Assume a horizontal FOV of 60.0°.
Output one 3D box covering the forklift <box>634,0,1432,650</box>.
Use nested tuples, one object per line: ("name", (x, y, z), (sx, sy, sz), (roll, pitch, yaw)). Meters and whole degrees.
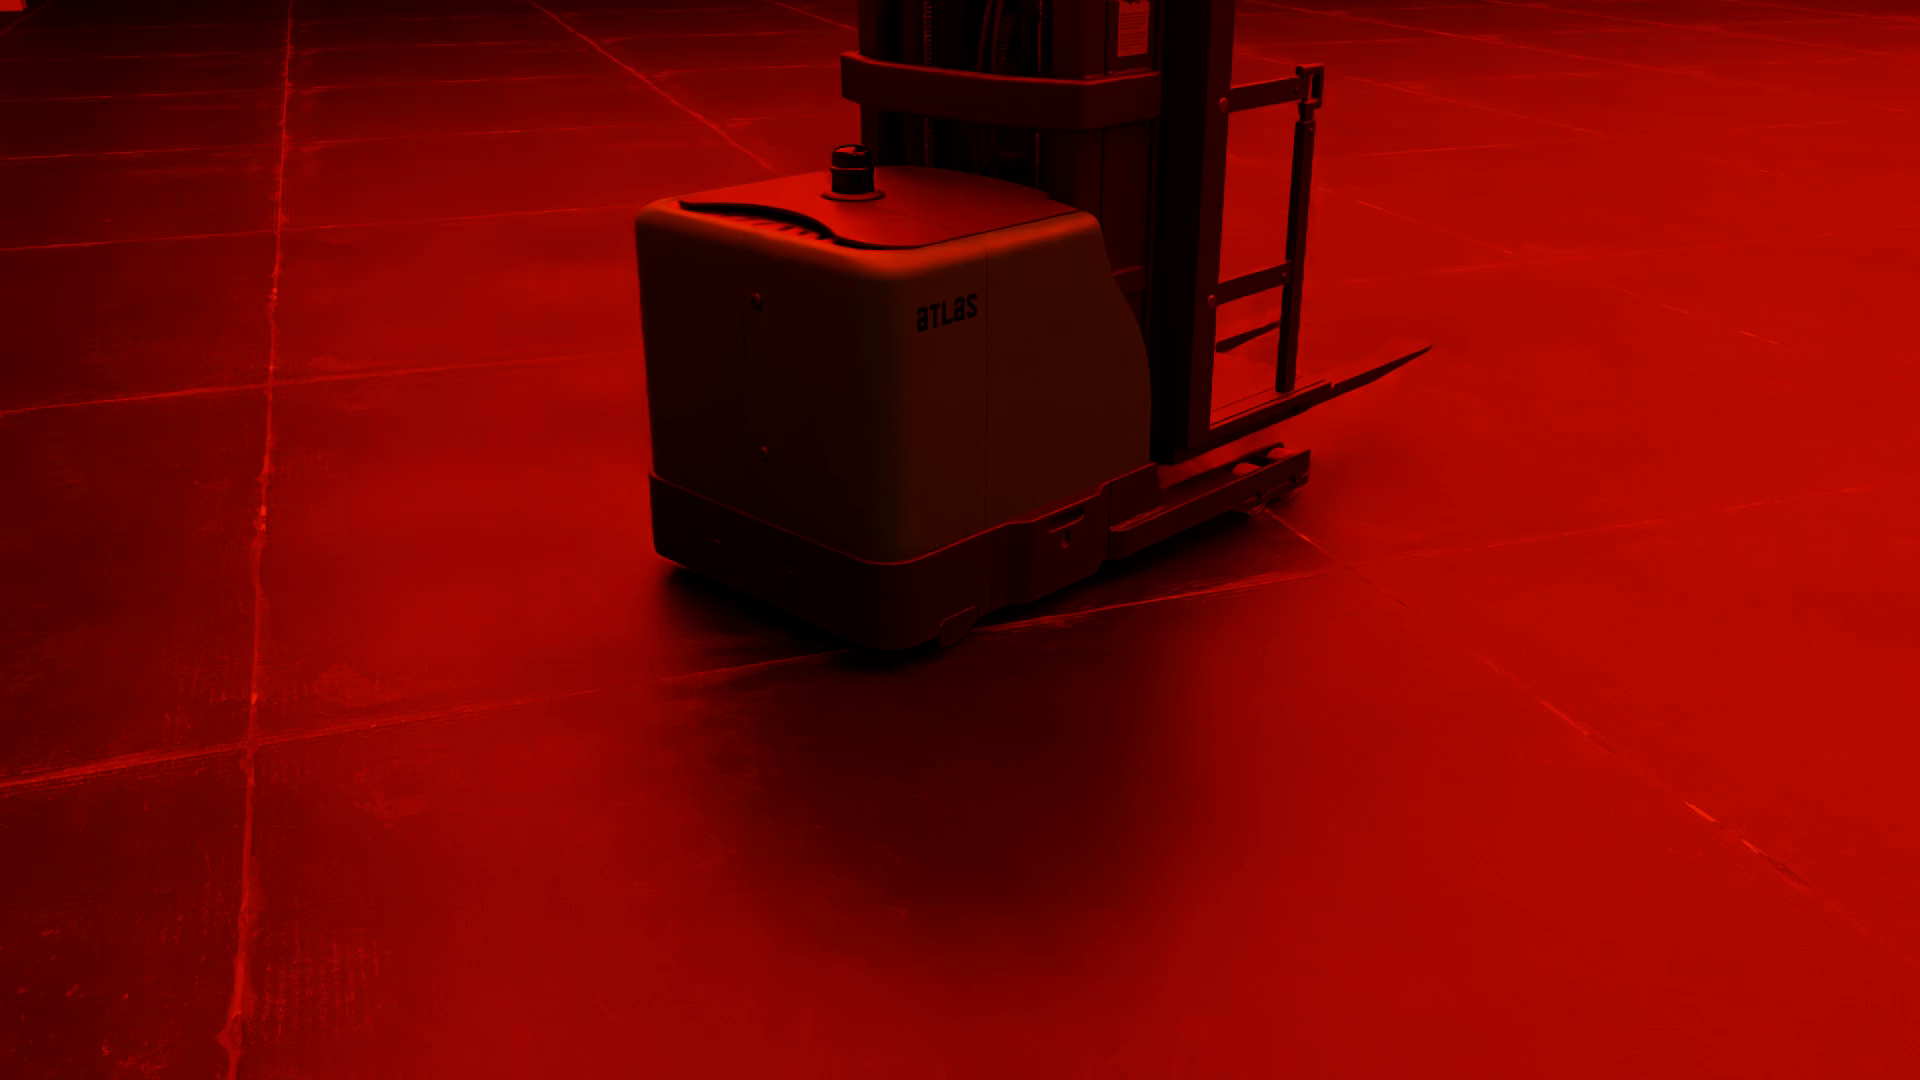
("forklift", (0.490, -1.550, 4.985), (1.130, 2.935, 3.031), (20, 30, 40))
